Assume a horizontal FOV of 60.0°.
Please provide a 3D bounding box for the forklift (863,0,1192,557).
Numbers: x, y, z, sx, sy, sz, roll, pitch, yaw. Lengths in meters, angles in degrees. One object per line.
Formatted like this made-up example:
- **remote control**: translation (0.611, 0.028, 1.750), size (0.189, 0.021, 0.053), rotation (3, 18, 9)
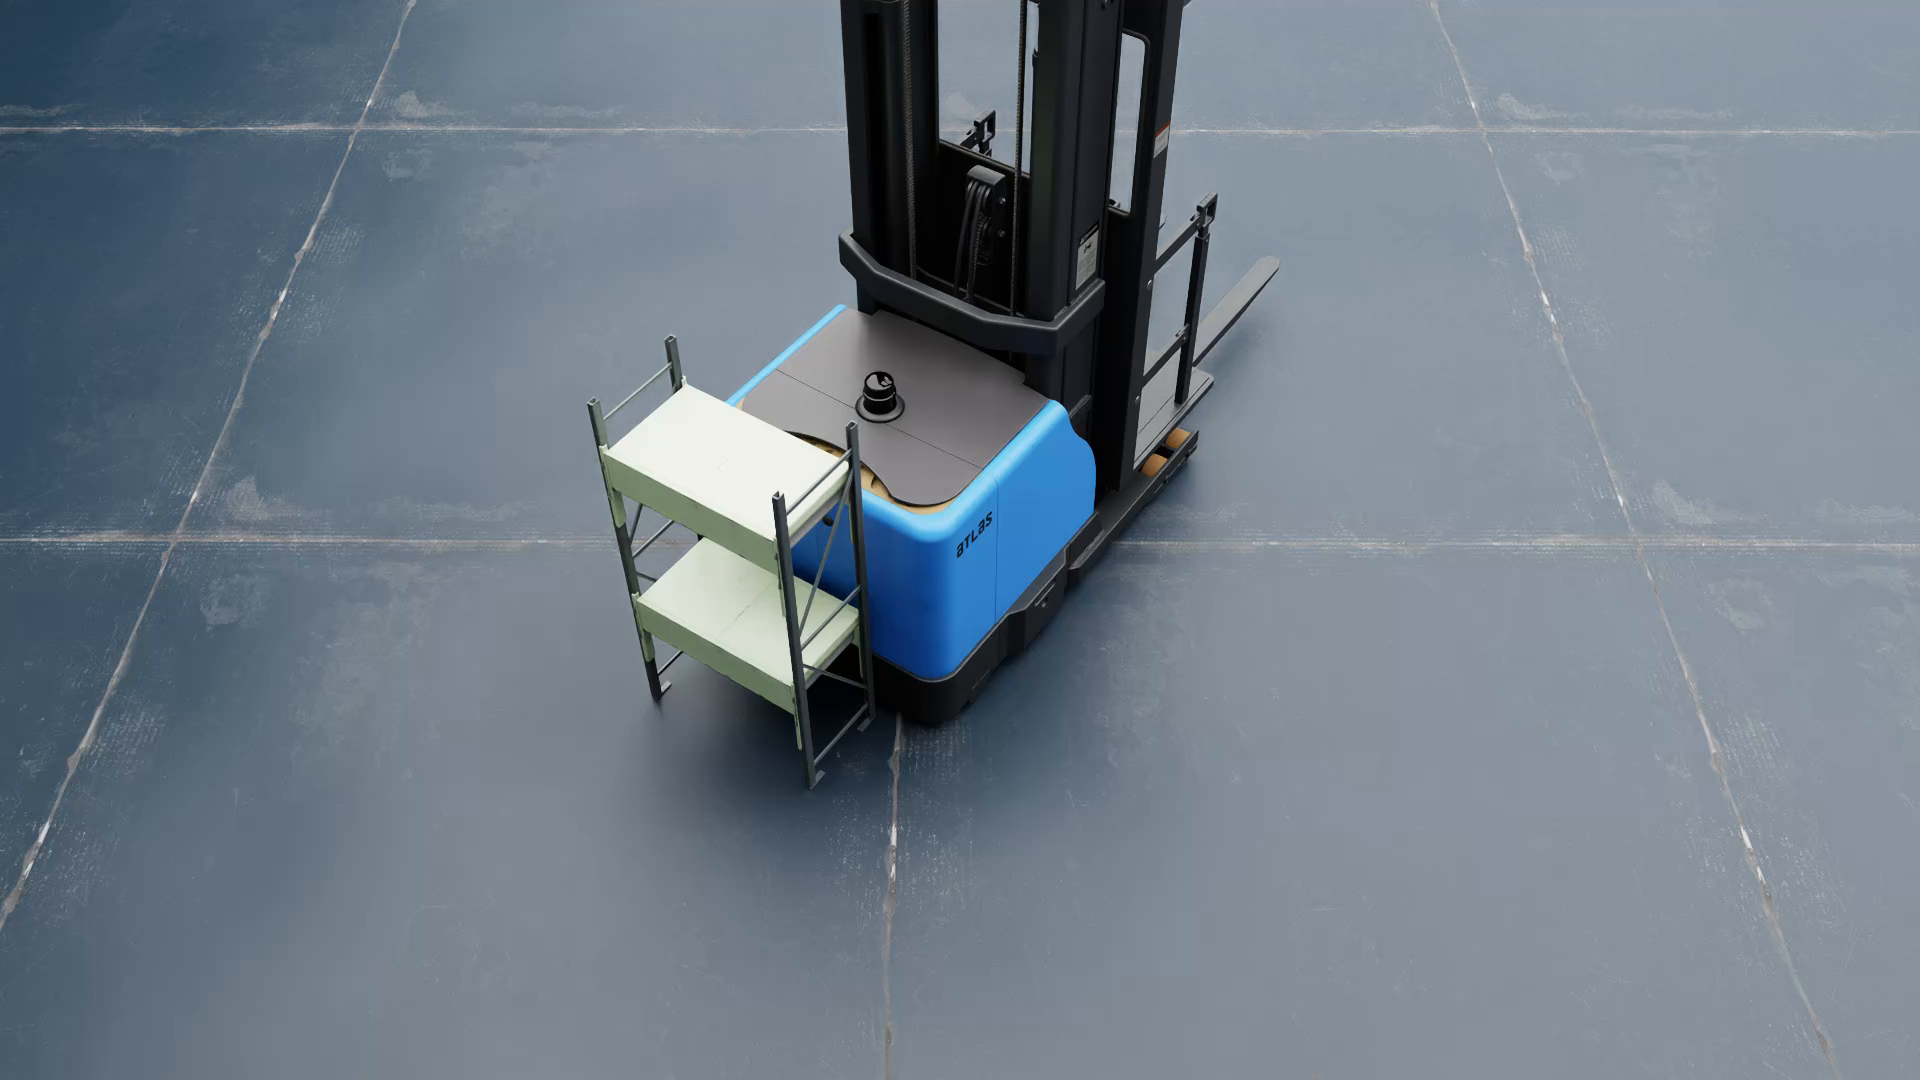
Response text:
- **forklift**: translation (19.596, -3.743, 4.159), size (32.329, 9.011, 25.350), rotation (27, 53, 23)

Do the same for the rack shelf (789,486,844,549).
- **rack shelf**: translation (-0.739, -0.198, 5.360), size (0.664, 0.071, 0.332), rotation (26, 52, 22)

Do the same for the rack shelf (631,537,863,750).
- **rack shelf**: translation (15.698, -0.270, 6.666), size (26.908, 0.609, 20.390), rotation (26, 52, 22)

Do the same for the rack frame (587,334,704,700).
- **rack frame**: translation (-1.042, -0.033, 5.837), size (0.023, 1.500, 0.400), rotation (26, 52, 22)

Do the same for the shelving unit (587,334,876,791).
- **shelving unit**: translation (15.690, -0.577, 6.344), size (26.925, 1.500, 20.390), rotation (26, 52, 22)

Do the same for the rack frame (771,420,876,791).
- **rack frame**: translation (-0.435, 0.267, 5.558), size (0.023, 1.500, 0.400), rotation (26, 52, 22)
